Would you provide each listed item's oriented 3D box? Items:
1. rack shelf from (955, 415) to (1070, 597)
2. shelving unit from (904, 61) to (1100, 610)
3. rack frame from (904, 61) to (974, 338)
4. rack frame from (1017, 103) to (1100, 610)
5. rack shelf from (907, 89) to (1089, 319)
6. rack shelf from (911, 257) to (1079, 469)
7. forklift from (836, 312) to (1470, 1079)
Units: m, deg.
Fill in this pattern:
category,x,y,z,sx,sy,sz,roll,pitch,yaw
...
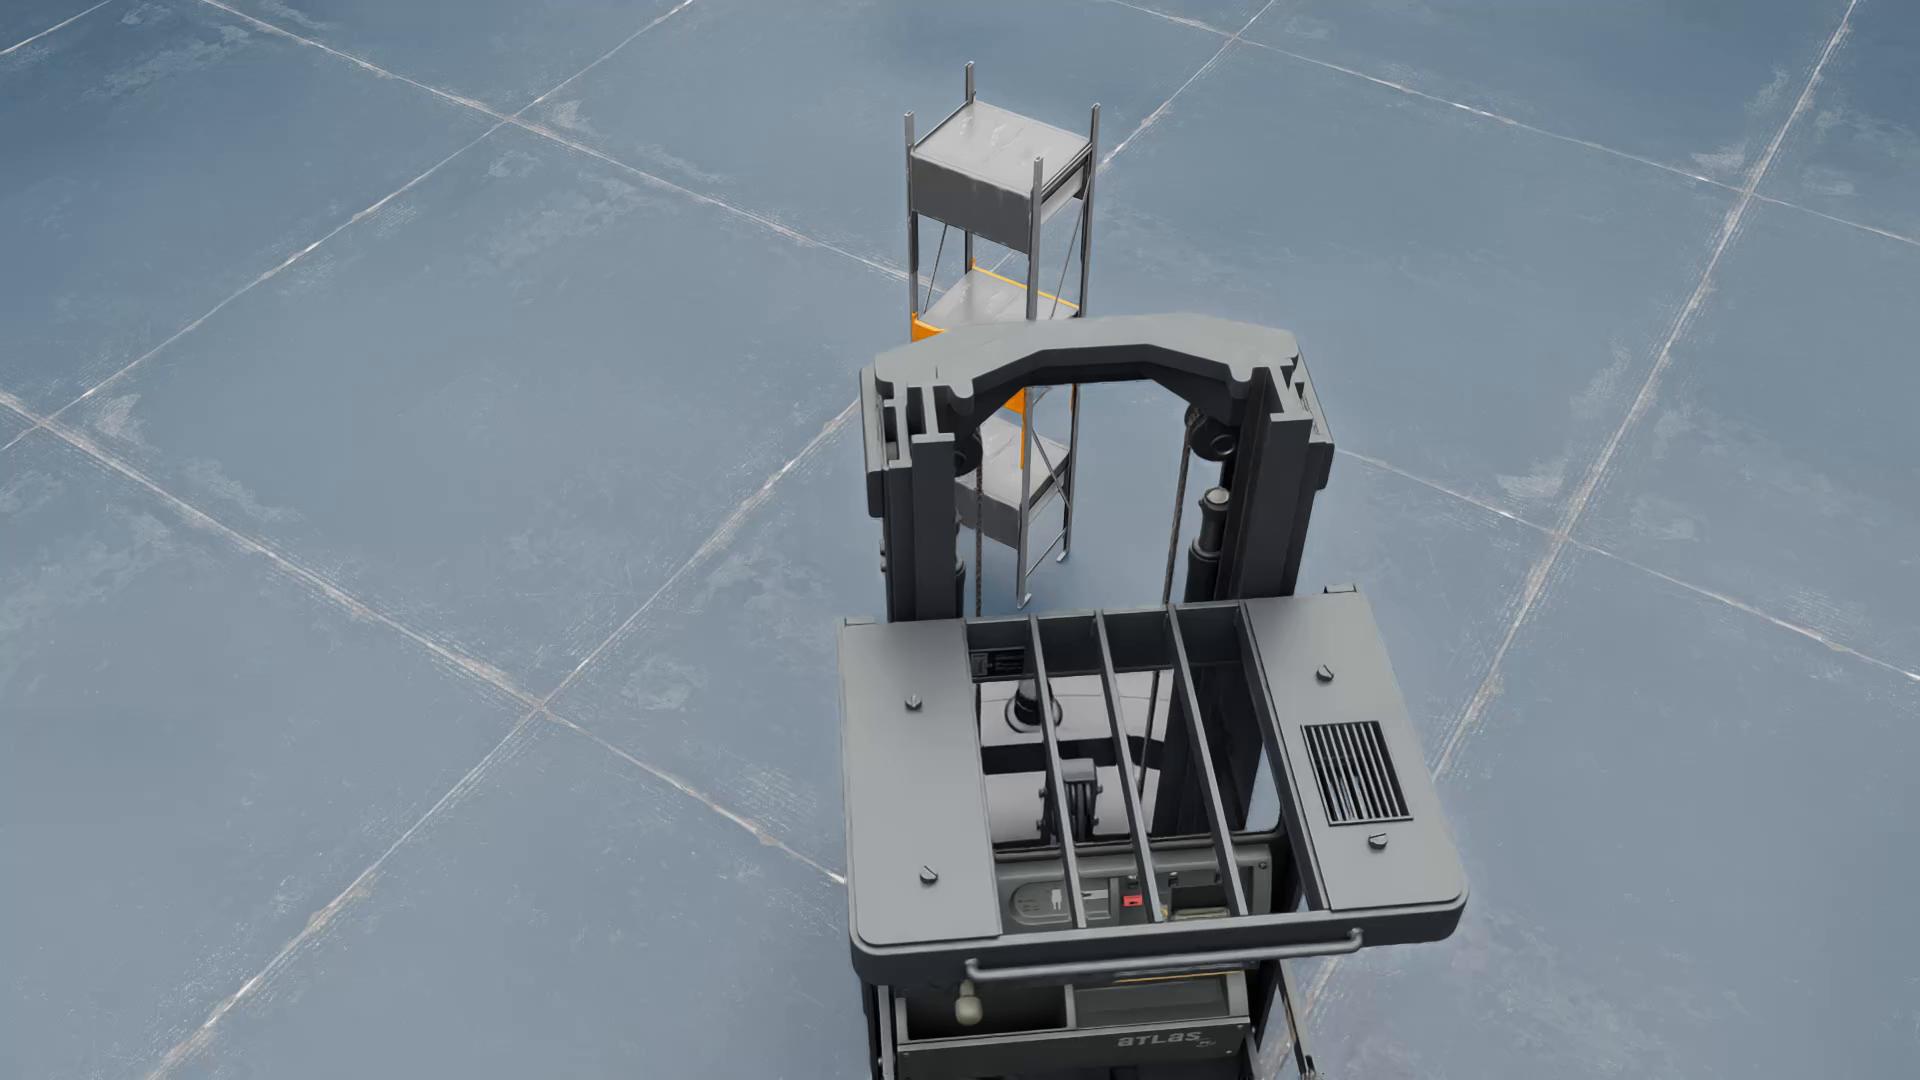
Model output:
category,x,y,z,sx,sy,sz,roll,pitch,yaw
rack shelf,0.139,-0.170,6.668,0.480,0.518,0.431,25,51,22
shelving unit,0.139,-0.668,6.157,0.503,2.100,0.431,25,51,22
rack frame,-0.066,-0.762,6.248,0.015,2.100,0.400,25,51,22
rack frame,0.345,-0.573,6.065,0.015,2.100,0.400,25,51,22
rack shelf,0.139,-1.146,5.664,0.480,0.518,0.431,25,51,22
rack shelf,0.139,-0.658,6.166,0.480,0.518,0.431,25,51,22
forklift,0.315,1.056,3.902,1.130,2.935,3.031,-4,46,-4
